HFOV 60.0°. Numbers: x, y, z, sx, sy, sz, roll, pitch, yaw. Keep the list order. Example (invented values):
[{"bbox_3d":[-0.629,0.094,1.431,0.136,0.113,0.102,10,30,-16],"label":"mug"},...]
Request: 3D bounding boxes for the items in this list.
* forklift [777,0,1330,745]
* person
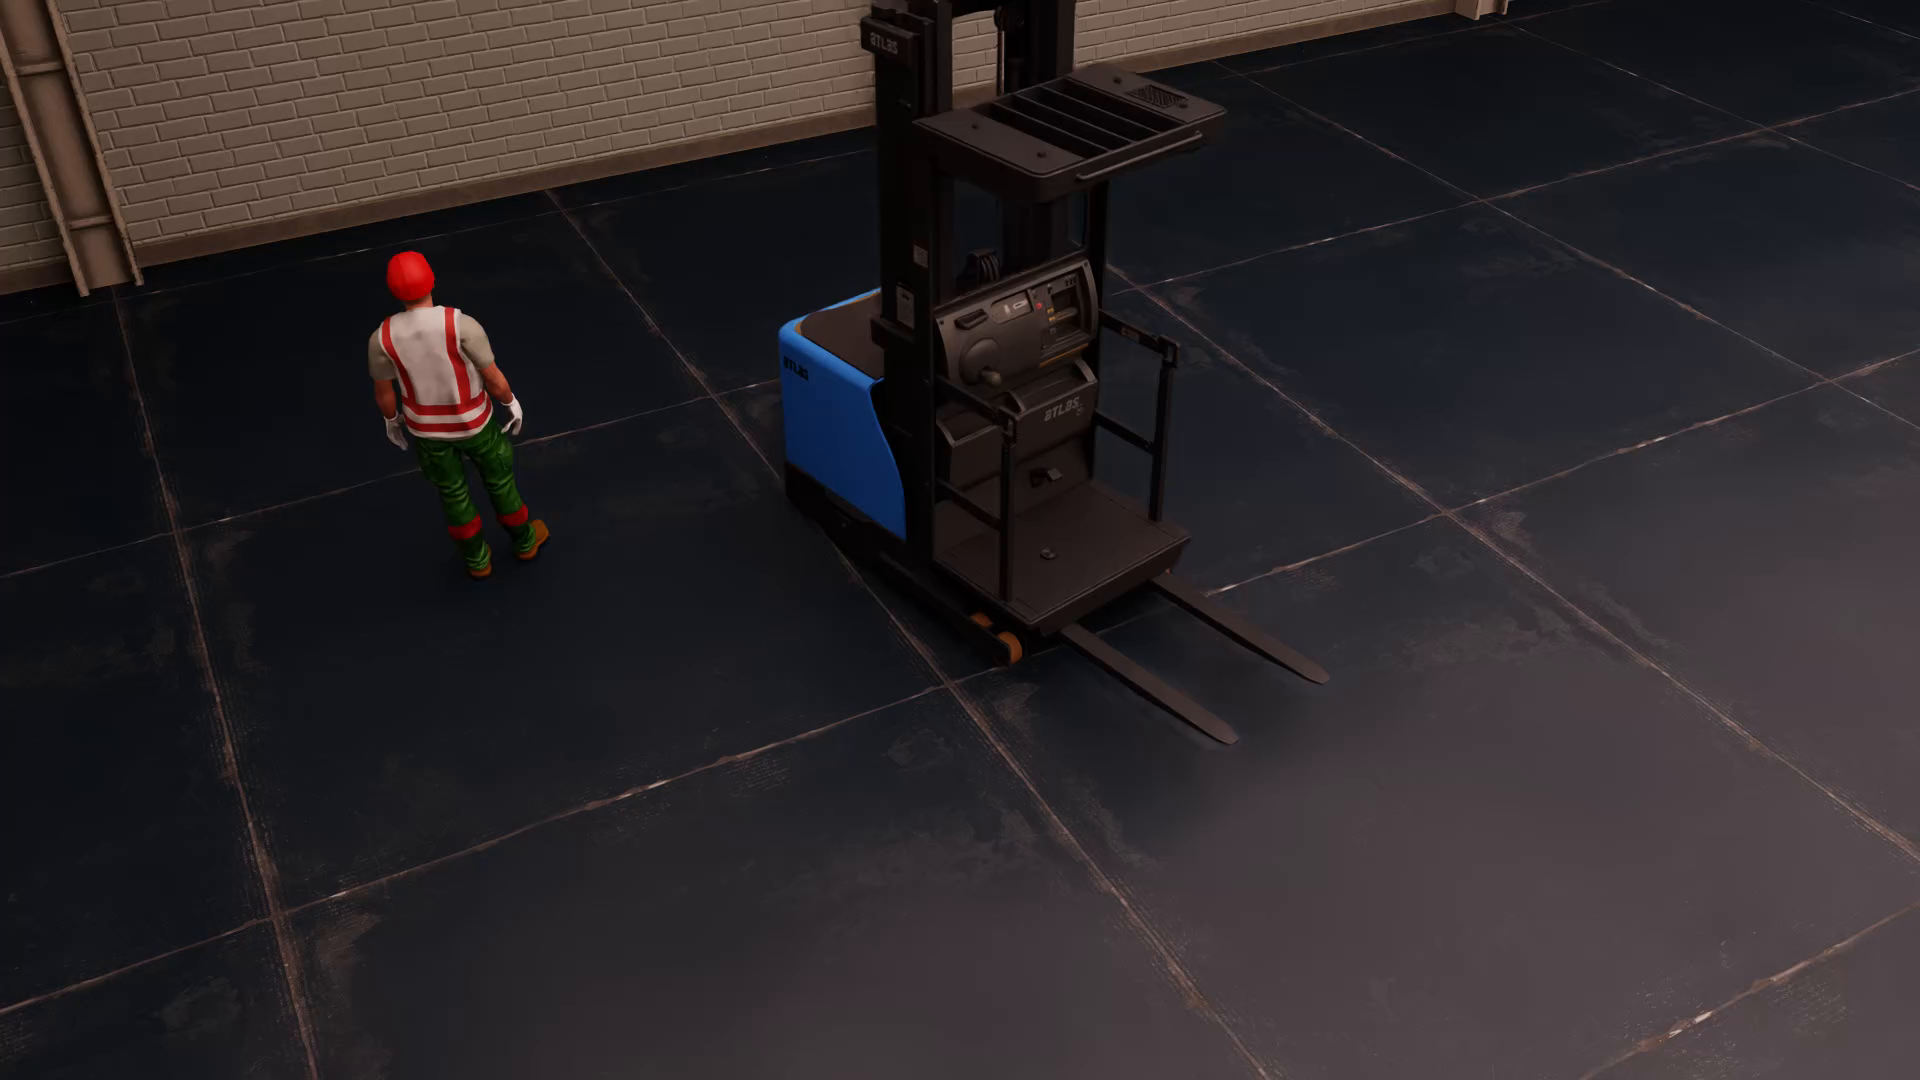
[{"bbox_3d":[0.410,-0.933,7.443,1.130,2.935,3.031,-26,43,-32],"label":"forklift"},{"bbox_3d":[-2.422,-0.615,7.970,0.638,1.787,0.565,-4,35,-6],"label":"person"}]
